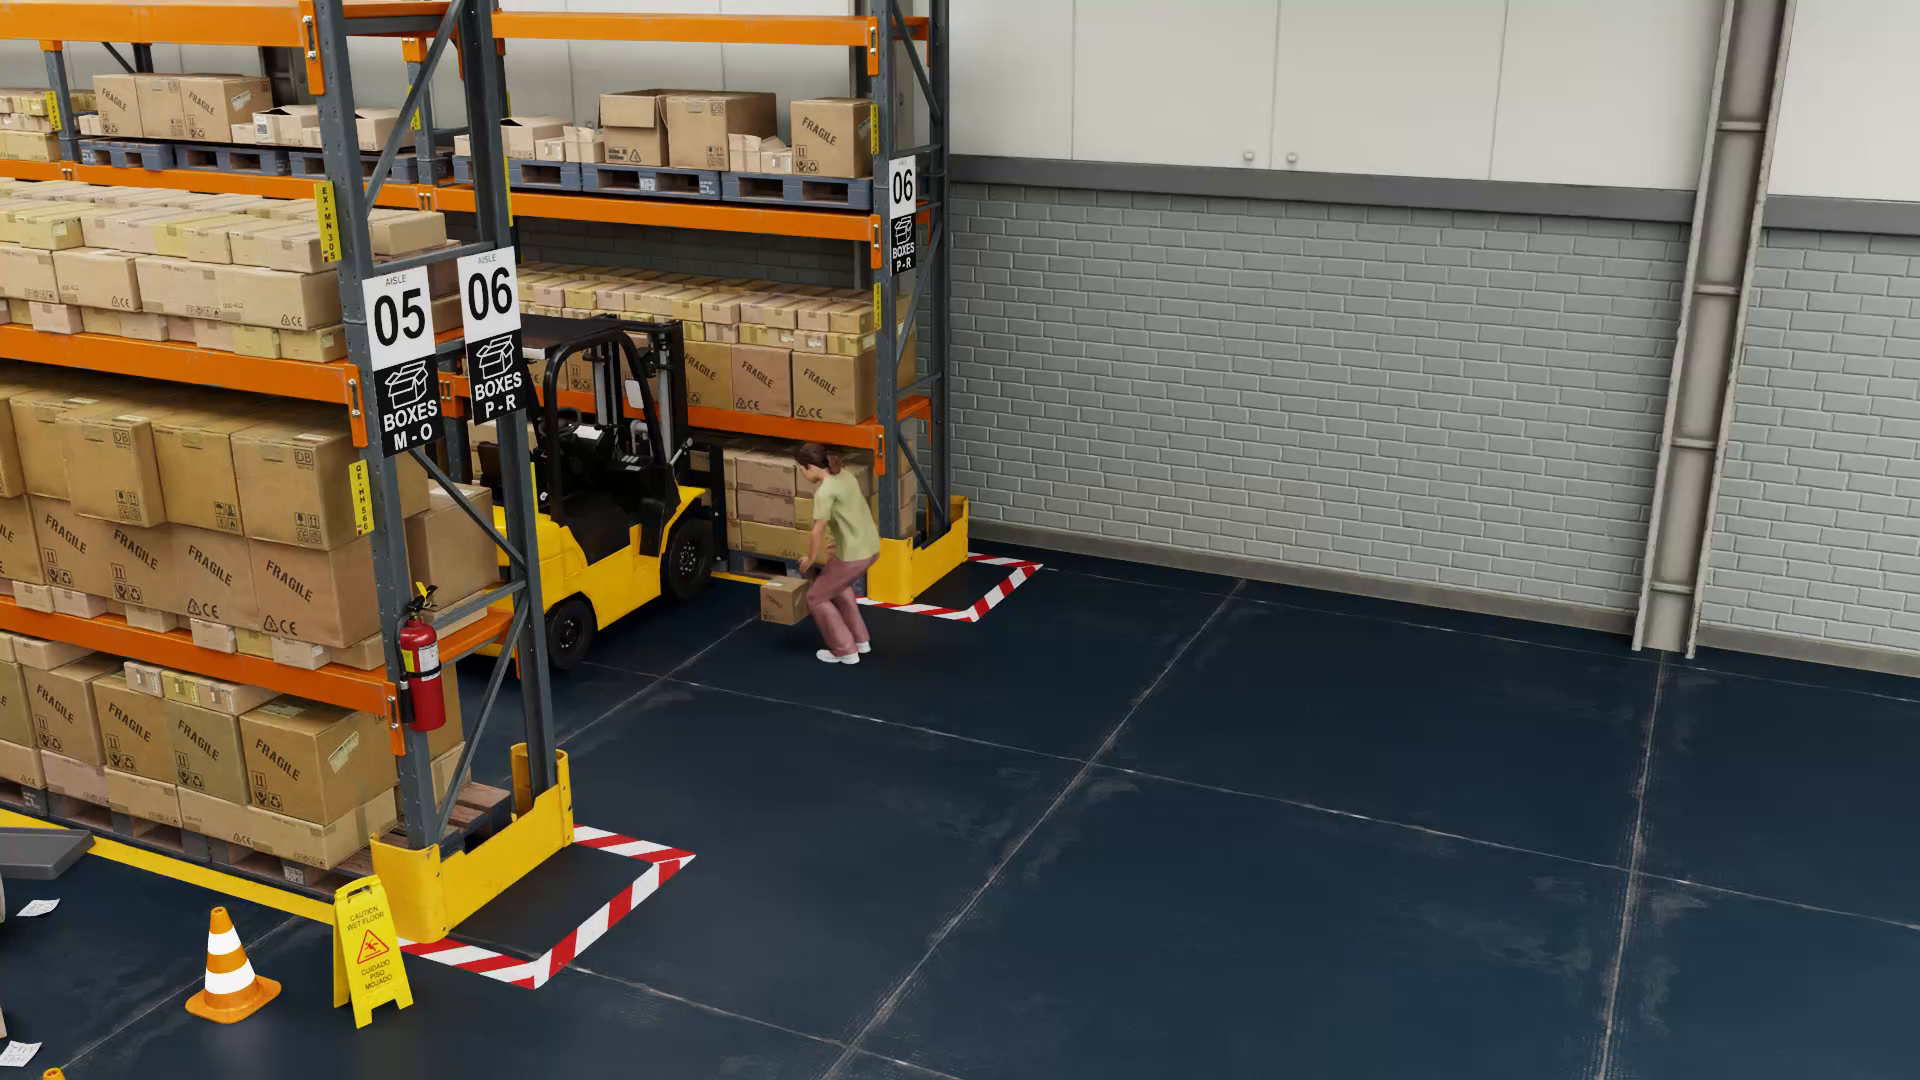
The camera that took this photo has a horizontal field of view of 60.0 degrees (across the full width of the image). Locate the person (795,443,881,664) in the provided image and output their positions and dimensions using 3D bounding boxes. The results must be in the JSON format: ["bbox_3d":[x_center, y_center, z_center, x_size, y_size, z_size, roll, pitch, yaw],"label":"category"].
[{"bbox_3d":[-0.823,0.090,11.099,0.553,1.493,0.502,9,21,23],"label":"person"}]
